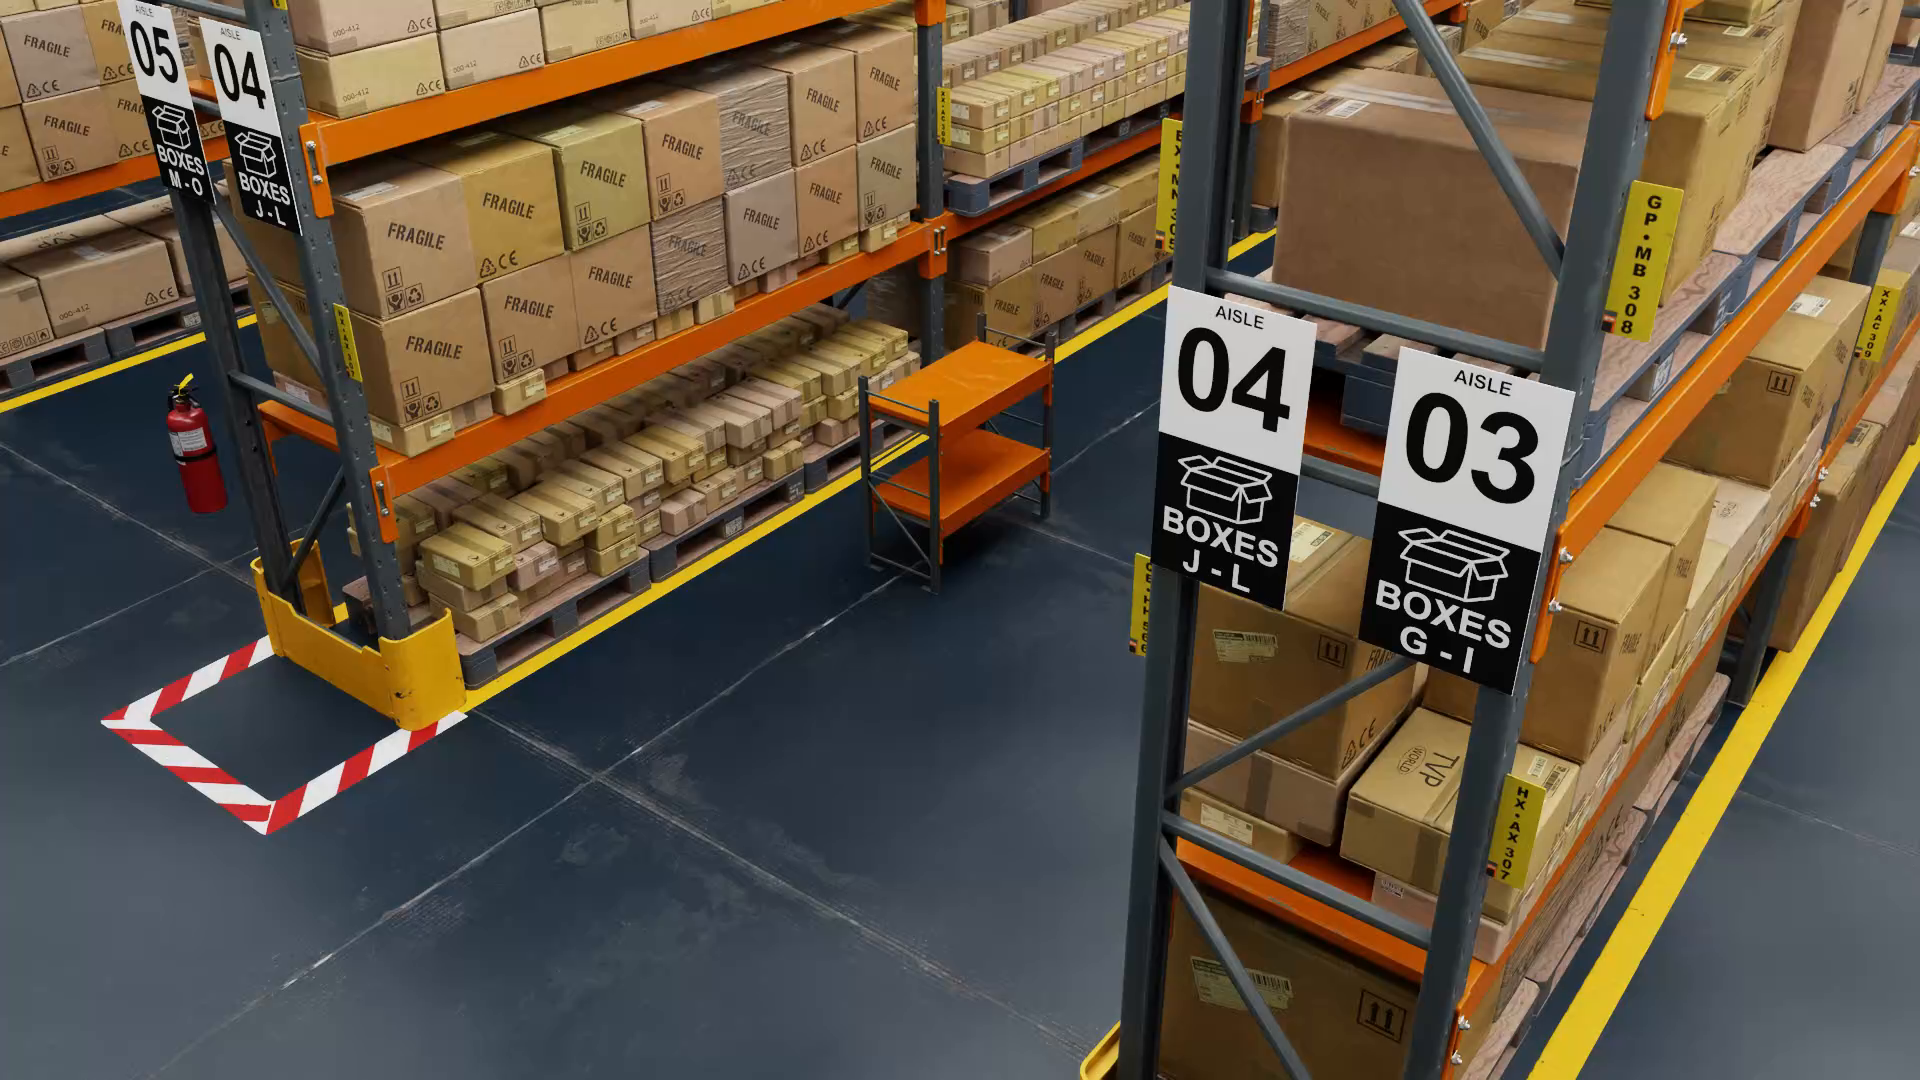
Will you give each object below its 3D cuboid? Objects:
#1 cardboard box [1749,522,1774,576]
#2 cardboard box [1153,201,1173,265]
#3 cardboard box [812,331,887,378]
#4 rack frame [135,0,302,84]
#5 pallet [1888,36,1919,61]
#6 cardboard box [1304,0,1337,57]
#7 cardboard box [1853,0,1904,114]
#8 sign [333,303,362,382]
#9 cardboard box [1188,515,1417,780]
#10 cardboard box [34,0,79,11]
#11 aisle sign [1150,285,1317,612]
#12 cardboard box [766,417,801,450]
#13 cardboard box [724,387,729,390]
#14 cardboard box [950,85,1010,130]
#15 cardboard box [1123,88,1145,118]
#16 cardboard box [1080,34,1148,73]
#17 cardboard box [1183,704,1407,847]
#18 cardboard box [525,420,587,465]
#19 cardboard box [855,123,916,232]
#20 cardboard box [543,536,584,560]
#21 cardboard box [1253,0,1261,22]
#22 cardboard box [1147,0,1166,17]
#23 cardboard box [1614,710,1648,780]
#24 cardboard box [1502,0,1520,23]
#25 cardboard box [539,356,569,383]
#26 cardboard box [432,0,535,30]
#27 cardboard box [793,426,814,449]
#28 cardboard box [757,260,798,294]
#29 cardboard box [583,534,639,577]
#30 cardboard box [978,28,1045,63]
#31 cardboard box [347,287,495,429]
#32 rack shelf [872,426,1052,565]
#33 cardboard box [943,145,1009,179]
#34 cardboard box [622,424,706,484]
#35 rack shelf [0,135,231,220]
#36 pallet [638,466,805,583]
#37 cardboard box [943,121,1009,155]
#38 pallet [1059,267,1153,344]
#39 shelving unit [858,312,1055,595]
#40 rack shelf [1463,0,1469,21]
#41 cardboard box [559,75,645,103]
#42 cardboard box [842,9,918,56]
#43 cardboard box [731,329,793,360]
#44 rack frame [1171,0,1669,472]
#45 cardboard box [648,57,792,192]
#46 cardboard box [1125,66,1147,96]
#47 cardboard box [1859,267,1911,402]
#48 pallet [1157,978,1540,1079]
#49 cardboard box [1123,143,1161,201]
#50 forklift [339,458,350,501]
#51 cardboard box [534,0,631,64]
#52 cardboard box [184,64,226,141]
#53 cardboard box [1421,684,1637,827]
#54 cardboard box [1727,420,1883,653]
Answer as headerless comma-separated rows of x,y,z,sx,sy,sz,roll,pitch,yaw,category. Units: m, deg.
2.972,-0.016,6.581,0.380,0.149,0.250,22,37,32,cardboard box
1.377,-2.403,12.403,0.500,0.500,0.500,23,38,33,cardboard box
-0.662,-1.099,9.963,0.380,0.149,0.250,22,37,32,cardboard box
-2.947,-3.185,5.797,1.000,3.000,0.127,21,37,31,rack frame
3.875,-2.258,7.364,0.805,0.209,1.217,20,36,29,pallet
2.673,-4.206,13.306,0.500,0.500,0.500,21,36,31,cardboard box
2.936,-1.883,5.935,0.700,0.500,0.500,19,35,29,cardboard box
-2.514,-0.809,6.824,0.100,0.325,0.005,21,37,31,sign
1.031,0.299,4.924,0.500,0.500,0.500,22,37,32,cardboard box
-5.725,-3.420,10.364,0.380,0.149,0.250,21,37,32,cardboard box
0.664,-0.218,4.125,0.394,0.787,0.004,21,37,31,aisle sign
-1.138,-0.677,9.542,0.380,0.149,0.250,22,37,32,cardboard box
-1.371,-0.914,9.942,0.380,0.149,0.250,19,36,29,cardboard box
0.072,-2.577,9.907,0.380,0.149,0.250,23,38,34,cardboard box
1.010,-2.955,11.128,0.380,0.149,0.250,19,36,29,cardboard box
1.011,-3.213,10.981,0.380,0.149,0.250,22,37,33,cardboard box
1.027,0.622,5.114,0.500,0.250,0.500,20,36,31,cardboard box
-2.253,-0.548,9.034,0.380,0.149,0.250,23,37,33,cardboard box
-0.599,-2.117,9.490,0.500,0.500,0.500,21,37,31,cardboard box
-2.139,-0.041,8.469,0.380,0.149,0.250,22,37,32,cardboard box
1.952,-3.844,12.045,0.380,0.149,0.250,20,36,29,cardboard box
1.288,-3.946,12.217,0.380,0.149,0.250,20,36,30,cardboard box
2.042,0.611,5.524,0.380,0.149,0.250,20,36,30,cardboard box
5.273,-5.350,17.007,0.875,0.875,0.875,21,37,32,cardboard box
-2.117,-0.883,8.045,0.380,0.149,0.250,23,38,33,cardboard box
-2.161,-2.356,6.997,0.500,0.250,0.500,21,36,31,cardboard box
-1.085,-0.643,9.777,0.380,0.149,0.250,20,36,30,cardboard box
-1.111,-1.488,9.065,0.380,0.149,0.250,19,36,29,cardboard box
-1.897,0.023,8.654,0.380,0.149,0.250,22,37,32,cardboard box
0.341,-3.311,11.146,0.380,0.149,0.250,19,36,29,cardboard box
-2.456,-0.872,7.390,0.500,0.500,0.500,23,38,33,cardboard box
-0.004,-0.271,9.083,0.538,0.278,1.000,21,37,31,rack shelf
0.072,-2.321,10.059,0.380,0.149,0.250,19,36,29,cardboard box
-1.581,-0.463,8.891,0.380,0.149,0.250,22,37,32,cardboard box
-5.747,-2.590,11.383,1.077,0.370,4.000,21,37,31,rack shelf
-1.646,-0.248,9.462,1.003,0.211,1.213,21,37,31,pallet
0.072,-2.449,9.983,0.380,0.149,0.250,22,37,32,cardboard box
0.672,-1.845,12.156,1.003,0.211,1.213,21,37,31,pallet
-0.004,-0.481,8.959,0.538,1.125,1.048,21,37,31,shelving unit
5.504,-5.985,17.112,1.077,0.370,4.000,21,37,31,rack shelf
-1.940,-2.104,8.487,0.500,0.500,0.500,20,36,30,cardboard box
-0.875,-5.224,17.288,0.950,0.372,0.625,22,37,33,cardboard box
-1.233,-1.152,10.052,0.380,0.149,0.250,21,36,31,cardboard box
0.946,-1.617,3.152,1.000,3.000,0.127,21,37,31,rack frame
-1.229,-2.141,8.550,0.500,0.500,0.500,22,37,33,cardboard box
1.014,-3.085,11.057,0.380,0.149,0.250,20,36,30,cardboard box
4.140,-1.020,7.931,0.500,0.500,0.500,21,37,31,cardboard box
1.366,1.814,5.982,1.003,0.211,1.213,21,37,31,pallet
1.382,-2.716,12.195,0.500,0.250,0.500,22,37,32,cardboard box
-2.854,-2.152,10.006,1.130,2.935,3.031,3,31,5,forklift
-1.850,-2.360,7.494,0.500,0.250,0.500,20,36,30,cardboard box
-5.214,-3.068,11.387,0.500,0.500,0.500,21,36,31,cardboard box
1.760,0.575,5.193,0.500,0.250,0.500,21,36,31,cardboard box
3.731,-0.195,8.309,1.225,0.875,0.875,21,37,31,cardboard box
